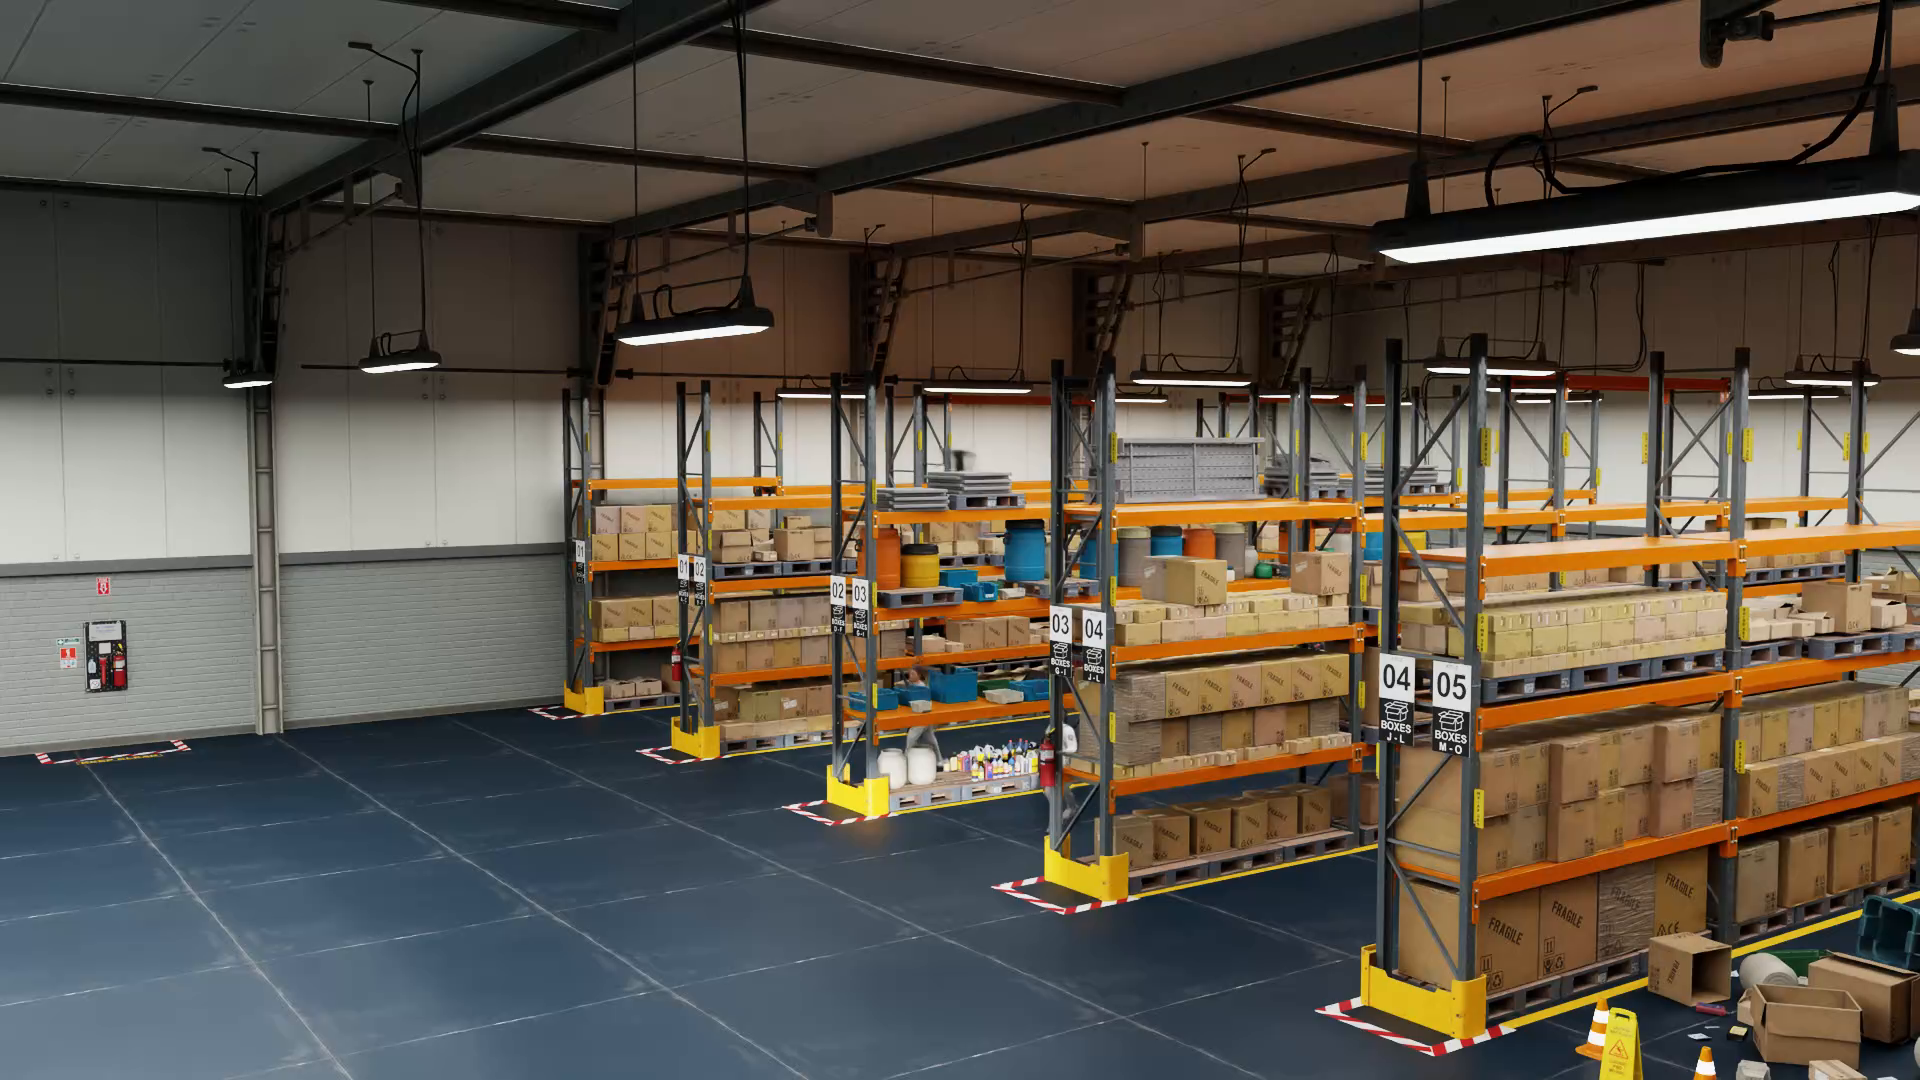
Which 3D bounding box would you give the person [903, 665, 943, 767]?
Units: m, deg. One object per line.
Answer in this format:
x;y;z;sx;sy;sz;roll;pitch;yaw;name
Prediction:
-0.654;2.707;25.432;0.828;1.628;0.617;-1;4;-8;person

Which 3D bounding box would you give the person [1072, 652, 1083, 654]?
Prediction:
2.389;2.318;33.610;0.606;1.397;0.989;3;5;38;person

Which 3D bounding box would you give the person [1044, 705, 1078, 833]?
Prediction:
1.364;2.935;21.709;0.575;1.644;0.765;3;5;36;person
